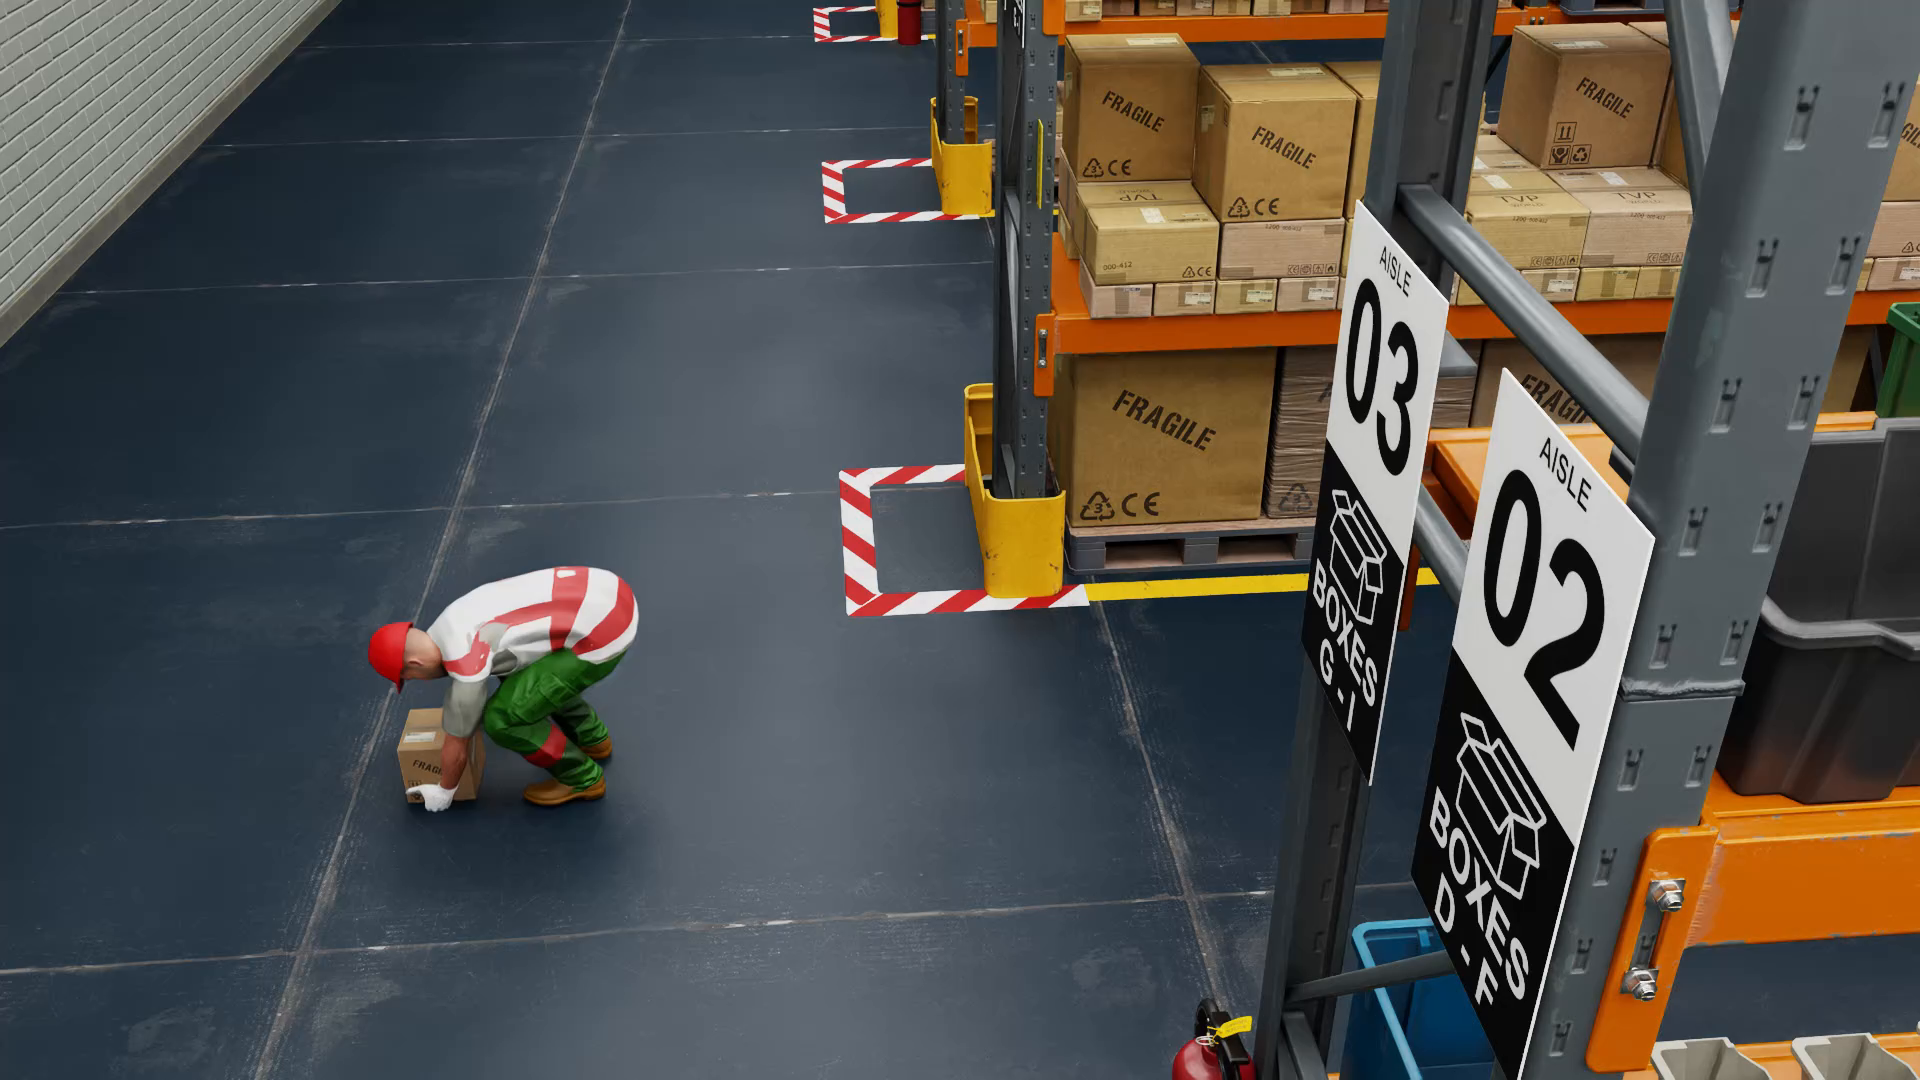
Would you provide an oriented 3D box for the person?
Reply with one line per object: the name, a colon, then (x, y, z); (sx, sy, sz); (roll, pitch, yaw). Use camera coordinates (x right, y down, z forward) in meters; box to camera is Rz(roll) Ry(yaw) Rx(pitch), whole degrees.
person: (-1.644, 0.541, 6.117); (0.962, 0.894, 0.536); (-4, 31, -6)
